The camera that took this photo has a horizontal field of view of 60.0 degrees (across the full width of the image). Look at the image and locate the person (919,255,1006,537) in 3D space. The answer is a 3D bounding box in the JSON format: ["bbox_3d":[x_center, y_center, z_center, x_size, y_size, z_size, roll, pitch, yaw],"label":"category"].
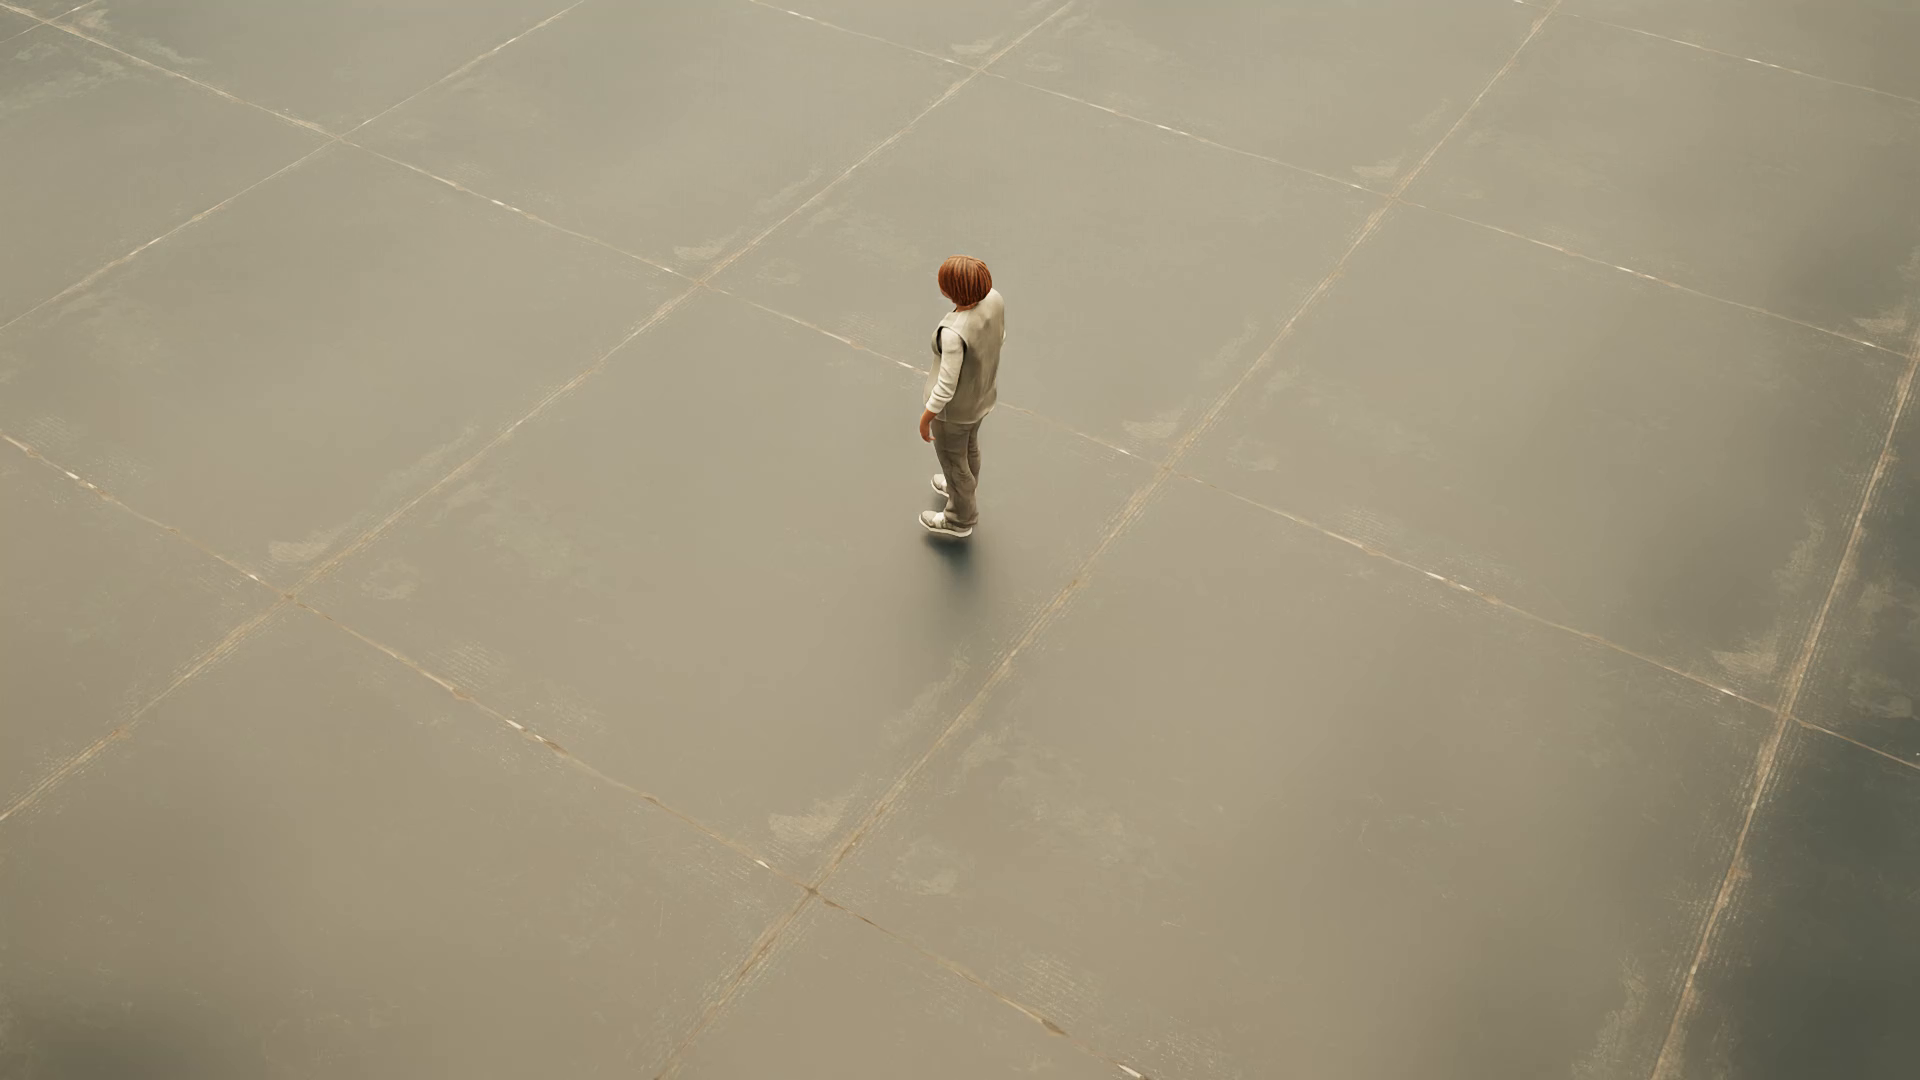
[{"bbox_3d":[-0.054,-0.649,7.434,0.475,1.597,0.520,24,48,23],"label":"person"}]
